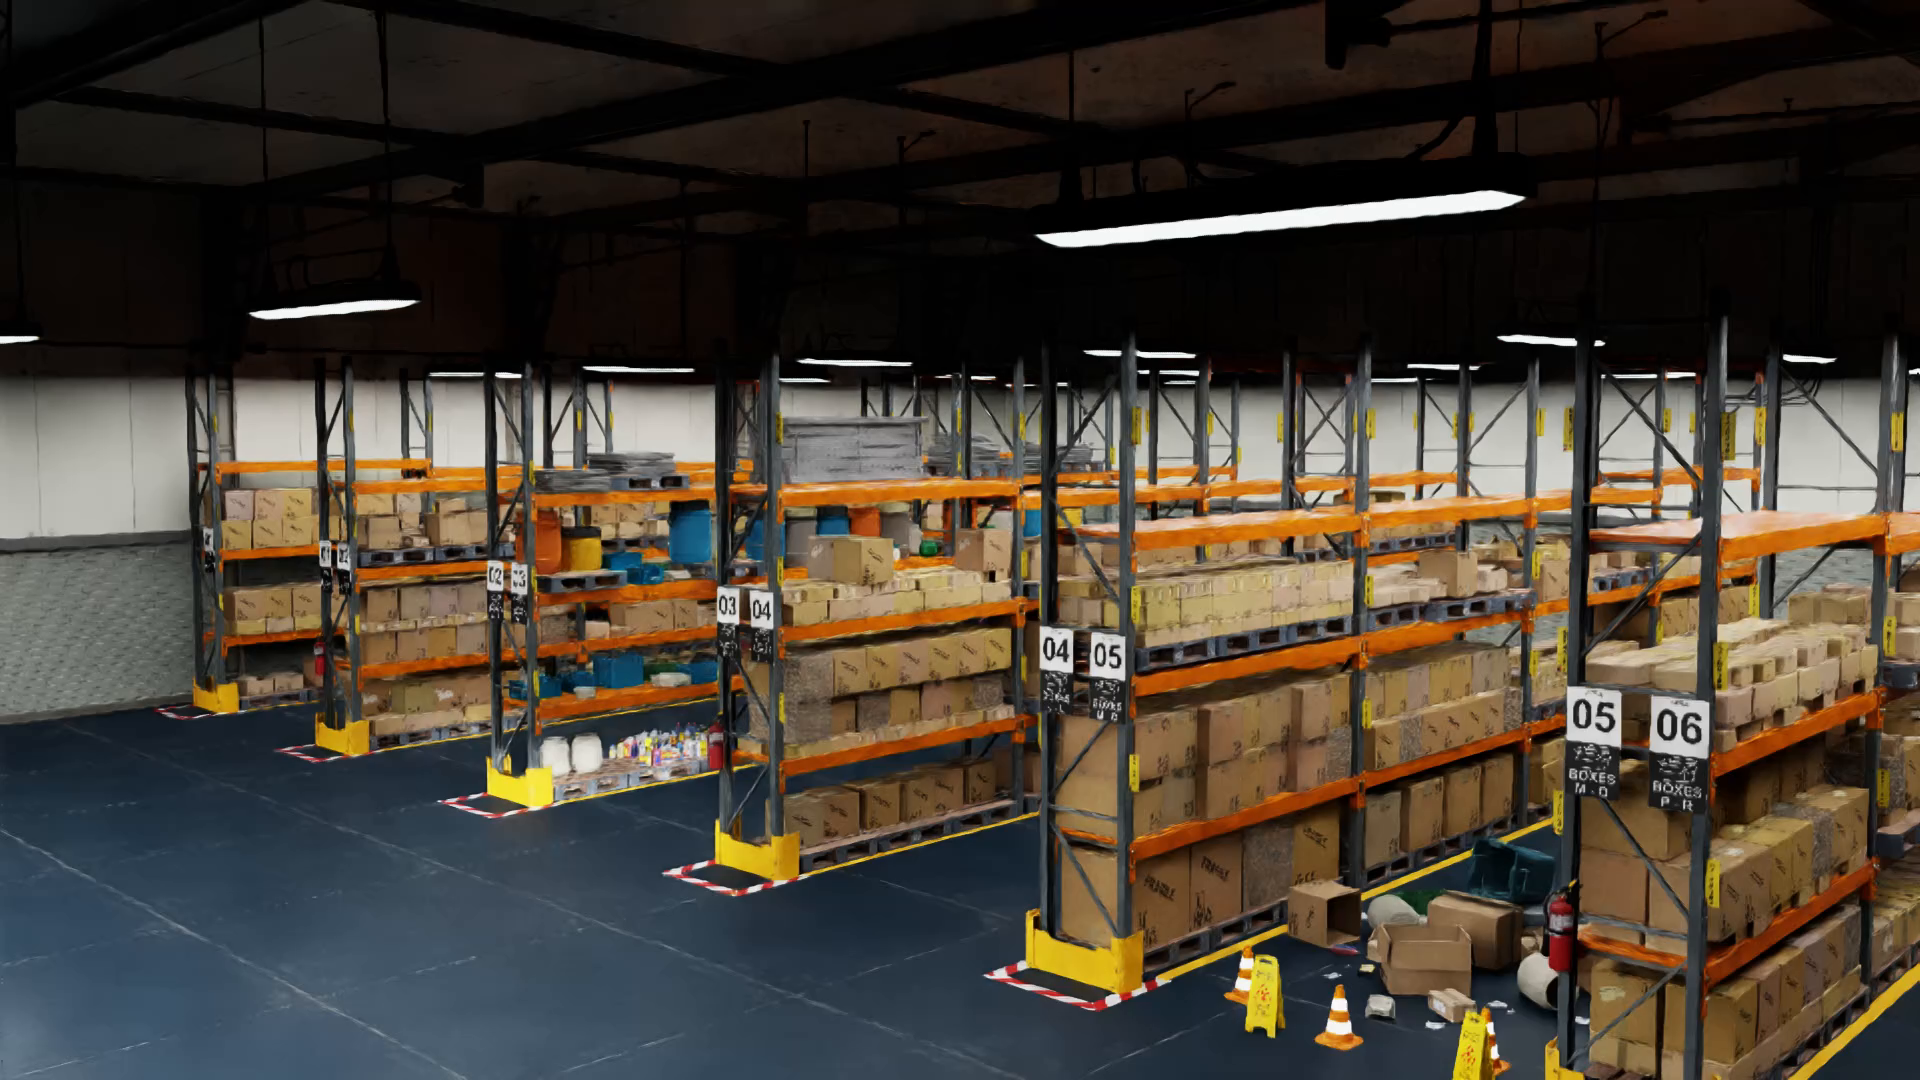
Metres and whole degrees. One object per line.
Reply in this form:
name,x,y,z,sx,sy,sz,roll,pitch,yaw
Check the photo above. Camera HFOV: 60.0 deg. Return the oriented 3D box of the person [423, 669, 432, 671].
person,-9.384,2.160,29.052,0.412,1.533,0.955,3,5,35
